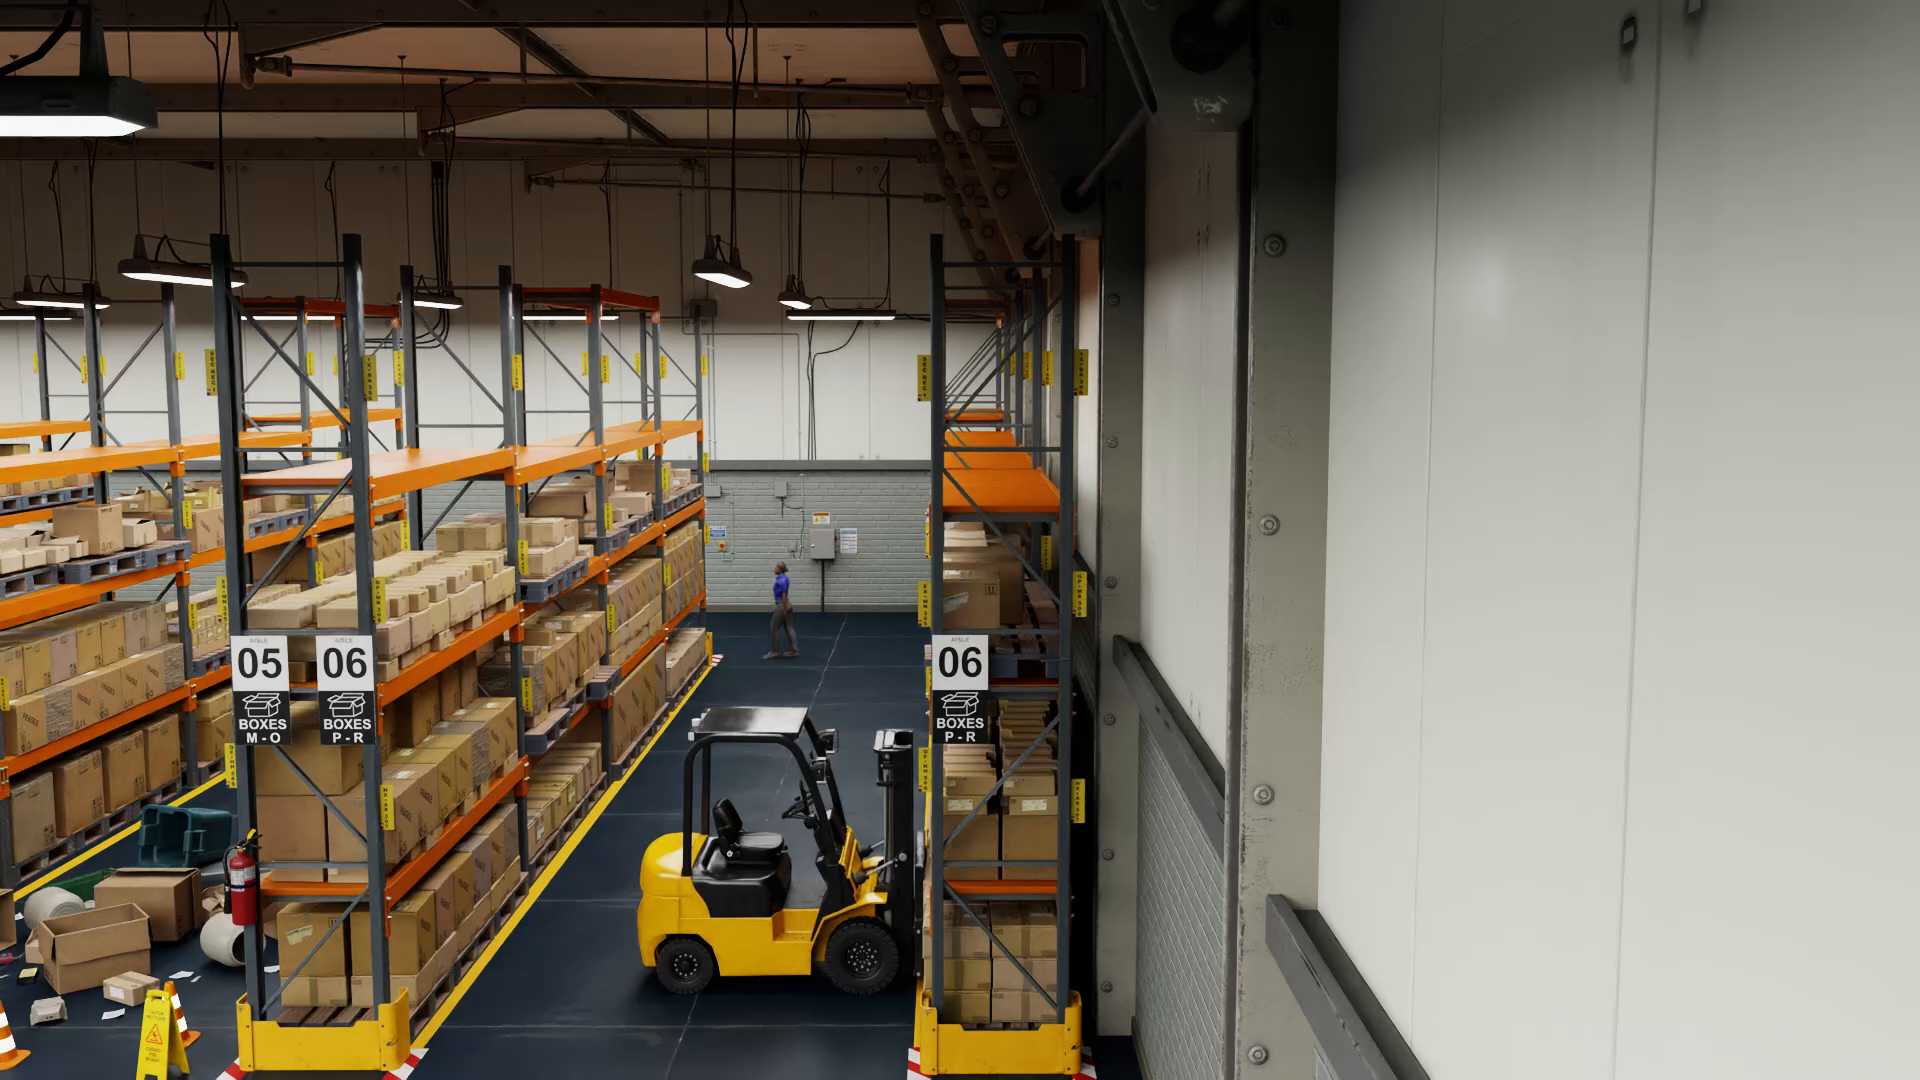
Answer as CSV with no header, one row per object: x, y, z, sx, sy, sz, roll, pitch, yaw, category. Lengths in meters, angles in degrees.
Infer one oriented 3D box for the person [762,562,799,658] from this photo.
-3.077,1.199,28.566,0.644,1.669,0.494,1,6,9,person
